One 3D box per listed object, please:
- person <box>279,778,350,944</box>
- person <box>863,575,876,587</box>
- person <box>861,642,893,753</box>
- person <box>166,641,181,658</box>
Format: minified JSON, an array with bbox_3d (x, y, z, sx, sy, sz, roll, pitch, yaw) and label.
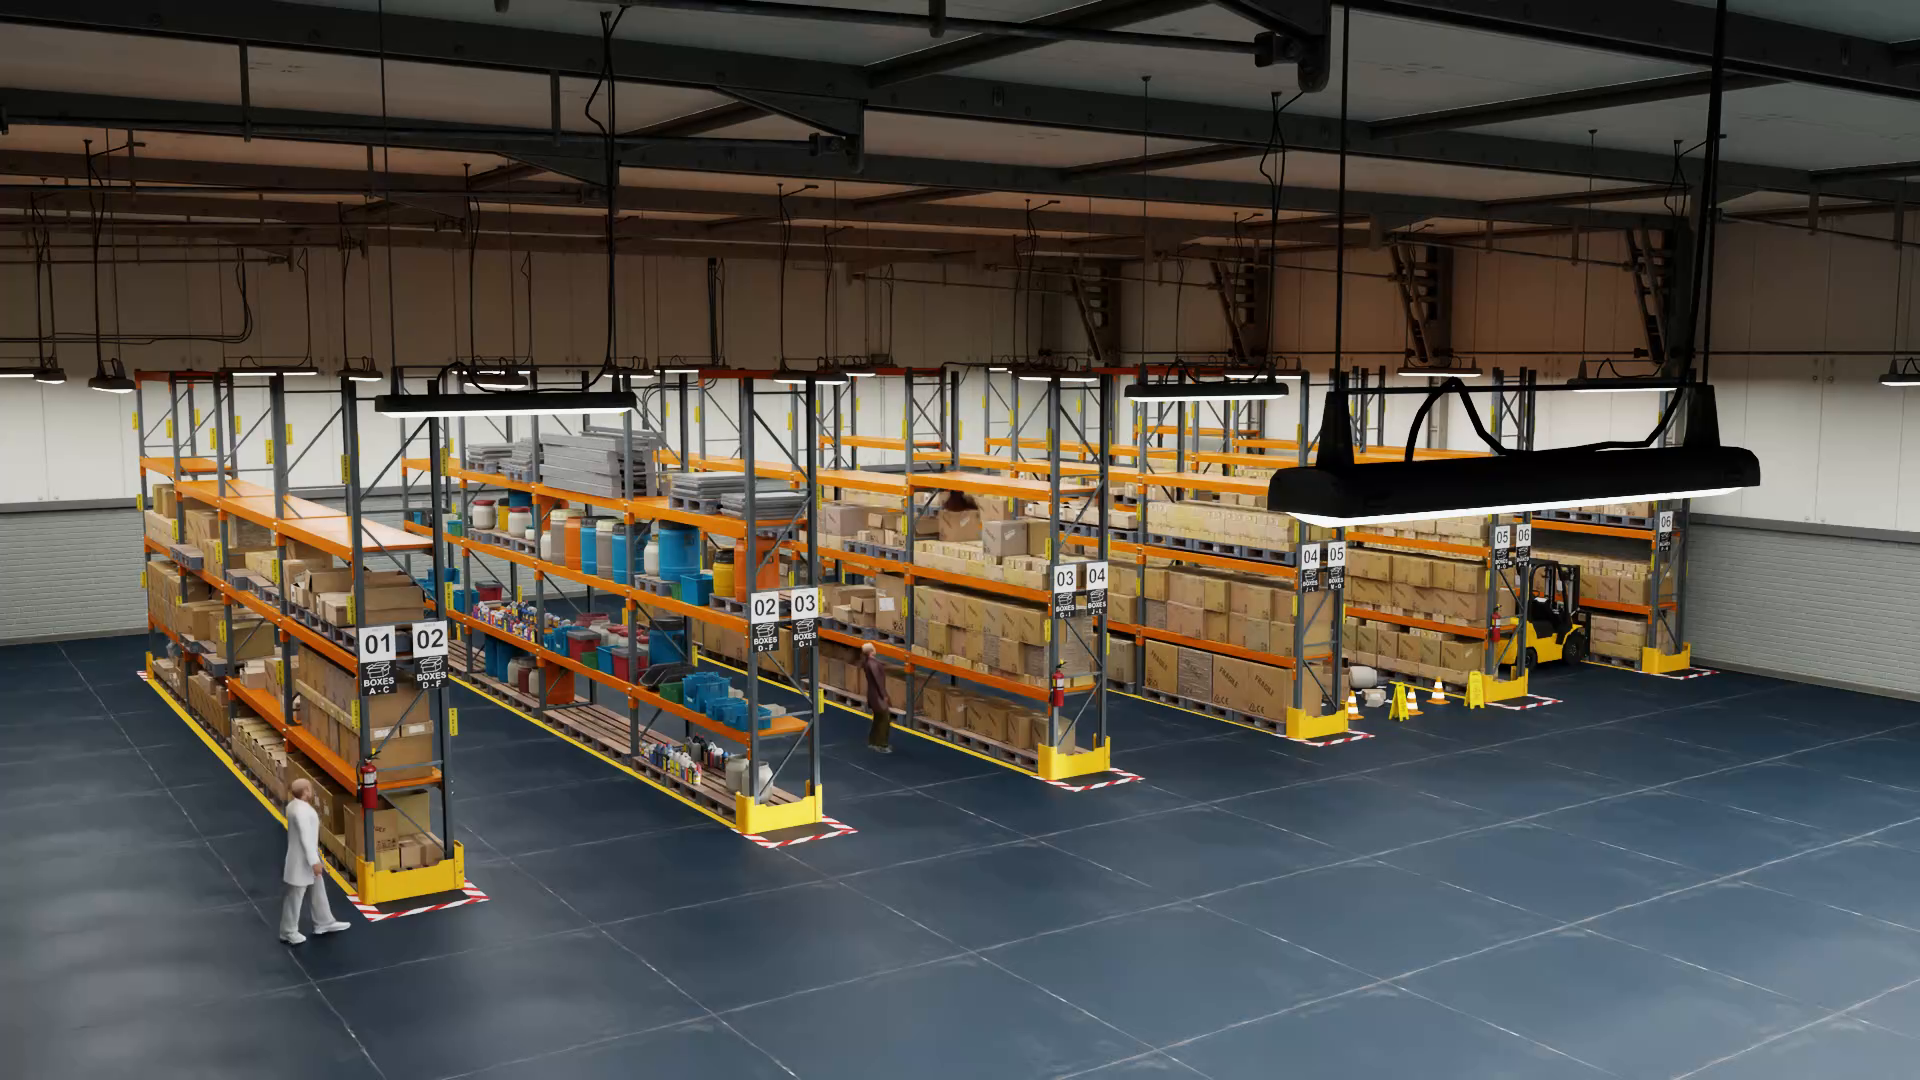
[{"bbox_3d":[-7.007,3.435,17.919,0.699,1.766,0.602,-1,7,-11],"label":"person"},{"bbox_3d":[-2.291,0.661,42.857,0.484,1.647,0.497,-5,8,-37],"label":"person"},{"bbox_3d":[-1.300,2.556,26.490,0.523,1.749,0.606,-1,6,-5],"label":"person"},{"bbox_3d":[-16.006,1.580,34.196,0.517,1.761,0.551,1,7,8],"label":"person"}]
